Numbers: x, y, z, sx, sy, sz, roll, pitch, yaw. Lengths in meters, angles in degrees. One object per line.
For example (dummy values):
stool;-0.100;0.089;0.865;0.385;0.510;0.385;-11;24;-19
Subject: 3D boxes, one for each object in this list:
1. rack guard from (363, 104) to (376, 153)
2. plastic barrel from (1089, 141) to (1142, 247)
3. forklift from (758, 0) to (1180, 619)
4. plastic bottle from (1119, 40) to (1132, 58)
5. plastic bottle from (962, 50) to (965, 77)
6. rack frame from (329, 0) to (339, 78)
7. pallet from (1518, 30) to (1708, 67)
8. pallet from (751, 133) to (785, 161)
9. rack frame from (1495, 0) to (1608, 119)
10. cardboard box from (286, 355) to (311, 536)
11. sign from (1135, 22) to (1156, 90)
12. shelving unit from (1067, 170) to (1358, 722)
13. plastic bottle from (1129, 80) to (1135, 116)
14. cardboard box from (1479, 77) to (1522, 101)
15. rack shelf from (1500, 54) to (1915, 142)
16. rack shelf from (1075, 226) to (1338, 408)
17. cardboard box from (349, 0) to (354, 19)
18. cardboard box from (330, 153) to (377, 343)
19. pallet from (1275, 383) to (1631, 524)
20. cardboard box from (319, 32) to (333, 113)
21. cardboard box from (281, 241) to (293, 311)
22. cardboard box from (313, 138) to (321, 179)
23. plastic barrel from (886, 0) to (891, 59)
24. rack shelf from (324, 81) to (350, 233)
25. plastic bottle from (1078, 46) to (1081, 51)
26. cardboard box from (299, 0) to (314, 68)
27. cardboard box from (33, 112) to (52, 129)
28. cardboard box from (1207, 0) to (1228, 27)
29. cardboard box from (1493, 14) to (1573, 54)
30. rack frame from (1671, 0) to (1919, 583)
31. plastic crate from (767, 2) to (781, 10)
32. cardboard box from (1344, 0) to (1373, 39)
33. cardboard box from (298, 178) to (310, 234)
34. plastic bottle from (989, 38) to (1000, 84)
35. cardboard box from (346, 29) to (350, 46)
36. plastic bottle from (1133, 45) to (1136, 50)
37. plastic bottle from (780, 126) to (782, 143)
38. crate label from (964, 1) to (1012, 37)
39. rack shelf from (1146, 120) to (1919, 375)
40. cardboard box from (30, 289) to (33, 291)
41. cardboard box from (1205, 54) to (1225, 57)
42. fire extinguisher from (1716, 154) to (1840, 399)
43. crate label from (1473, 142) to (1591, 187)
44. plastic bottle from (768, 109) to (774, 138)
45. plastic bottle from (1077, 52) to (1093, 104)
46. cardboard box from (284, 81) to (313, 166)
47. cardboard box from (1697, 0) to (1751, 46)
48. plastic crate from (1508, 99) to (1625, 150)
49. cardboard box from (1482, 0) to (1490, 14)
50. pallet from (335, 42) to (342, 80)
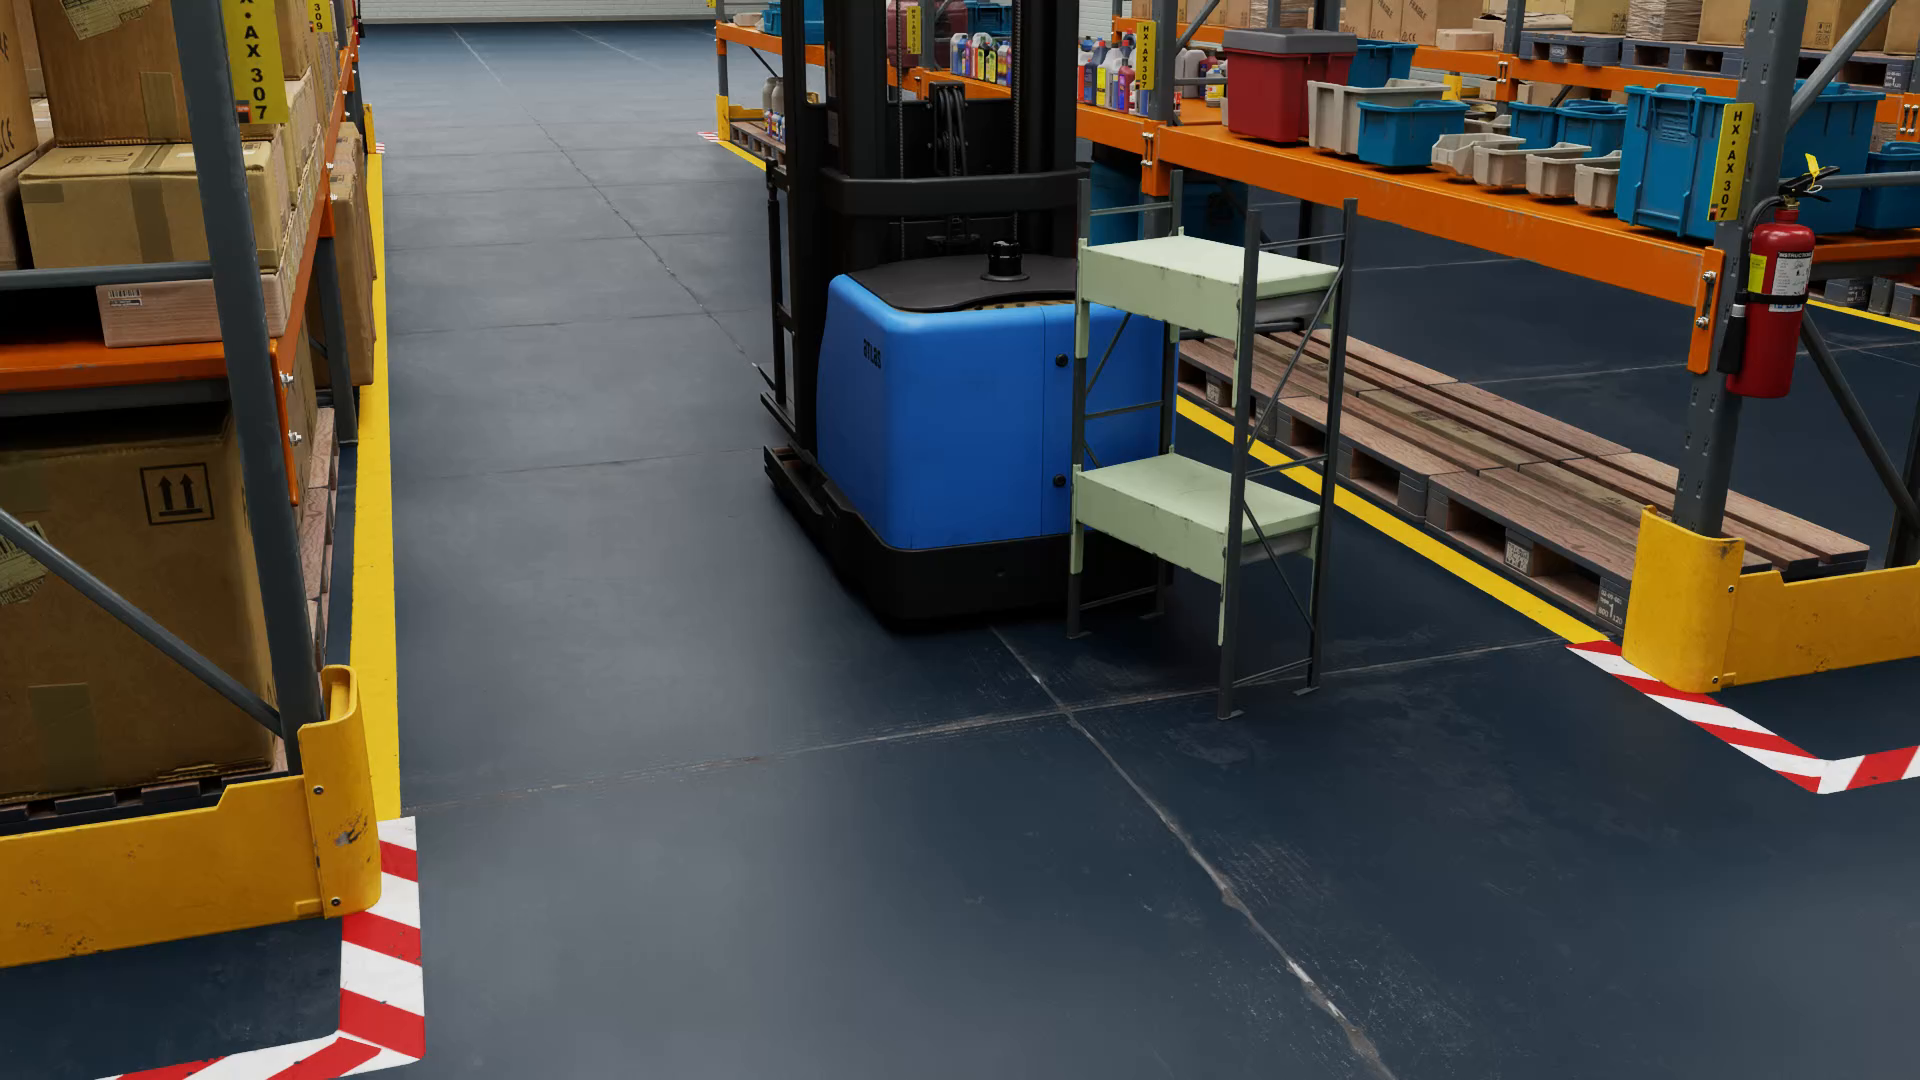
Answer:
rack guard;-7.003;-4.465;18.107;1.175;0.500;0.348;-6;21;-17
plastic barrel;1.070;-1.955;9.904;0.600;0.901;0.708;-6;21;-17
forklift;-0.195;-1.582;6.485;1.130;2.935;3.031;-6;21;-17
plastic bottle;0.926;-2.653;9.437;0.144;0.351;0.185;-6;21;-17
plastic bottle;0.060;-3.287;11.423;0.097;0.201;0.097;0;20;0
rack frame;-4.512;-3.098;10.605;1.000;3.000;0.127;-6;21;-17
pallet;5.173;-3.849;12.980;1.213;0.211;1.003;-6;21;-17
pallet;-1.626;-4.208;17.820;1.003;0.211;1.213;-6;21;-17
rack frame;4.893;-4.150;13.532;1.000;3.000;0.127;-6;21;-17
cardboard box;-2.840;-0.503;5.902;0.875;0.875;0.875;-6;21;-17
sign;0.924;-2.413;8.289;0.100;0.325;0.005;-6;21;-17
shelving unit;0.730;-0.311;5.063;0.431;1.500;0.755;-13;23;-32
plastic bottle;0.954;-2.374;8.882;0.097;0.201;0.097;0;20;0
cardboard box;7.212;-5.955;21.884;0.500;0.311;0.500;-9;22;-23
rack shelf;5.522;-3.169;11.867;1.077;0.370;4.000;-6;21;-17
rack shelf;0.730;-0.678;4.931;0.431;0.370;0.720;-13;23;-32
cardboard box;-6.609;-5.526;16.775;0.875;0.500;0.500;-6;21;-17
cardboard box;-3.757;-1.502;8.684;1.225;0.875;0.875;-7;21;-19
pallet;2.102;-0.405;7.231;1.003;0.211;1.213;-6;21;-17
cardboard box;-3.645;-2.523;8.856;0.500;0.500;0.500;-6;21;-16
cardboard box;-1.878;-0.644;4.144;0.380;0.149;0.250;-7;21;-18
cardboard box;-2.686;-1.469;6.439;0.380;0.149;0.250;-7;21;-18
plastic barrel;-0.469;-4.120;13.284;0.421;0.512;0.421;0;20;0
rack shelf;-3.883;-2.118;8.940;1.077;0.370;4.000;-6;21;-17
plastic bottle;0.844;-3.302;11.467;0.097;0.201;0.097;0;20;0
cardboard box;-2.856;-2.118;6.548;0.500;0.500;0.500;-6;21;-16
cardboard box;-2.721;-1.054;4.695;0.500;0.250;0.500;-7;21;-19
cardboard box;3.165;-5.952;18.402;0.700;0.500;0.500;-6;21;-16
cardboard box;4.821;-4.229;13.885;0.500;0.311;0.500;-5;20;-14
rack frame;2.704;-1.057;4.923;1.000;3.000;0.127;-6;21;-17
plastic crate;-1.883;-5.993;18.884;0.499;0.251;0.616;-6;21;-17
cardboard box;4.028;-5.063;15.928;0.500;0.500;0.500;-5;20;-13
cardboard box;-2.281;-1.055;5.289;0.380;0.149;0.250;-7;21;-19
plastic bottle;0.236;-3.126;10.855;0.061;0.283;0.133;-6;21;-17
cardboard box;-5.618;-4.446;14.730;0.380;0.149;0.250;-6;21;-17
plastic bottle;1.091;-2.928;10.322;0.097;0.271;0.097;0;20;0
plastic bottle;-1.816;-4.227;17.237;0.097;0.201;0.097;0;20;0
crate label;0.134;-3.989;13.032;0.502;0.435;0.616;-6;21;-17
rack shelf;2.076;-1.361;6.831;1.077;0.370;4.000;-6;21;-17
cardboard box;-2.661;-0.737;4.402;0.380;0.149;0.250;-6;21;-16
cardboard box;2.805;-5.296;19.061;0.500;0.500;0.500;-6;21;-17
fire extinguisher;2.320;-0.749;4.730;0.296;0.674;0.183;-6;21;-17
crate label;2.088;-1.385;6.137;0.396;0.136;0.243;-6;21;-17
plastic bottle;-1.997;-4.431;17.683;0.061;0.283;0.133;-6;21;-16
plastic bottle;0.743;-2.654;9.551;0.152;0.276;0.135;-6;21;-17
cardboard box;-2.541;-1.441;5.772;0.500;0.250;0.500;-6;21;-16
cardboard box;5.537;-3.671;11.431;0.700;0.500;0.500;-12;23;-31
plastic crate;2.431;-1.640;6.704;0.416;0.233;0.300;-6;21;-17
cardboard box;6.932;-6.993;21.641;0.500;0.250;0.500;-7;21;-19
pallet;-4.837;-3.225;11.243;1.213;0.211;1.003;-6;21;-17
